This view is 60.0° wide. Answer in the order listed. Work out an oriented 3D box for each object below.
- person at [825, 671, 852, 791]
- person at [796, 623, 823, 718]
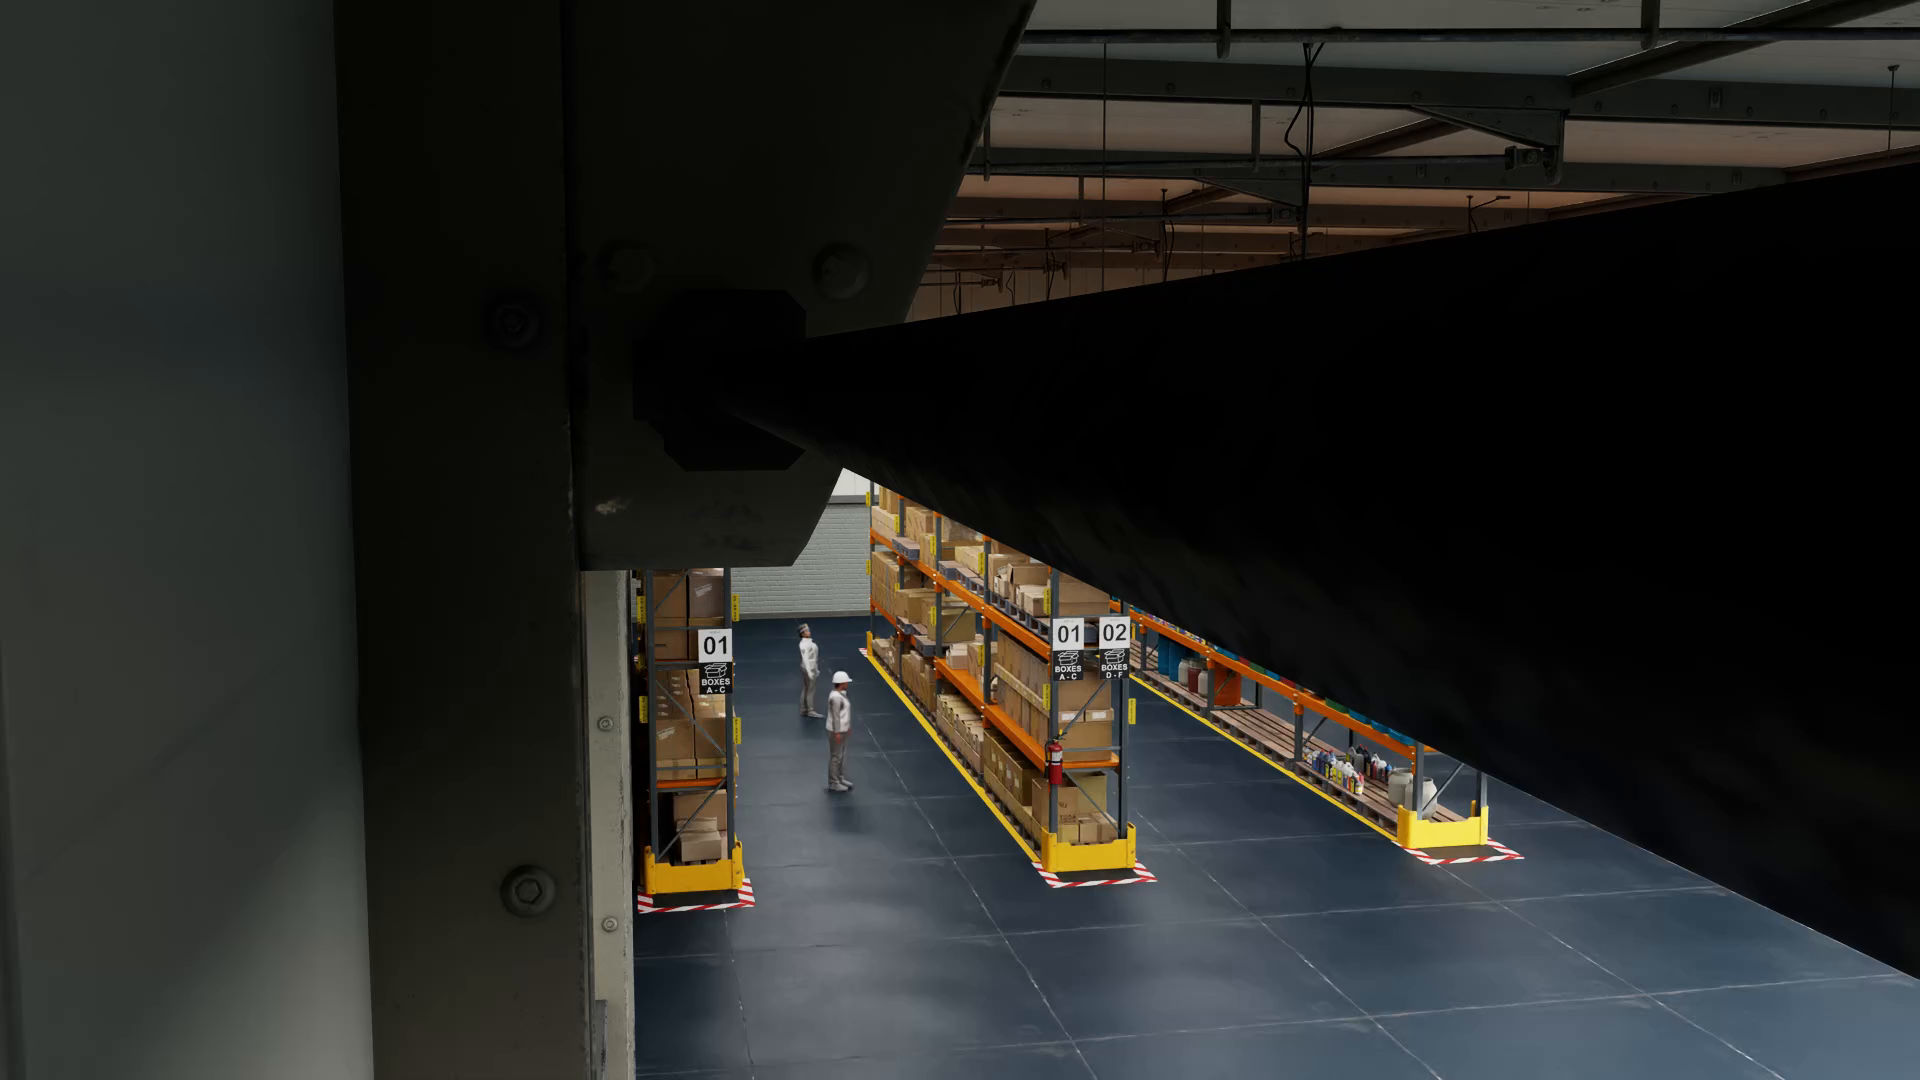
[{"bbox_3d":[-1.813,2.849,24.916,0.405,1.791,0.569,0,6,0],"label":"person"},{"bbox_3d":[-2.727,2.354,30.128,0.485,1.699,0.521,0,6,-5],"label":"person"}]
